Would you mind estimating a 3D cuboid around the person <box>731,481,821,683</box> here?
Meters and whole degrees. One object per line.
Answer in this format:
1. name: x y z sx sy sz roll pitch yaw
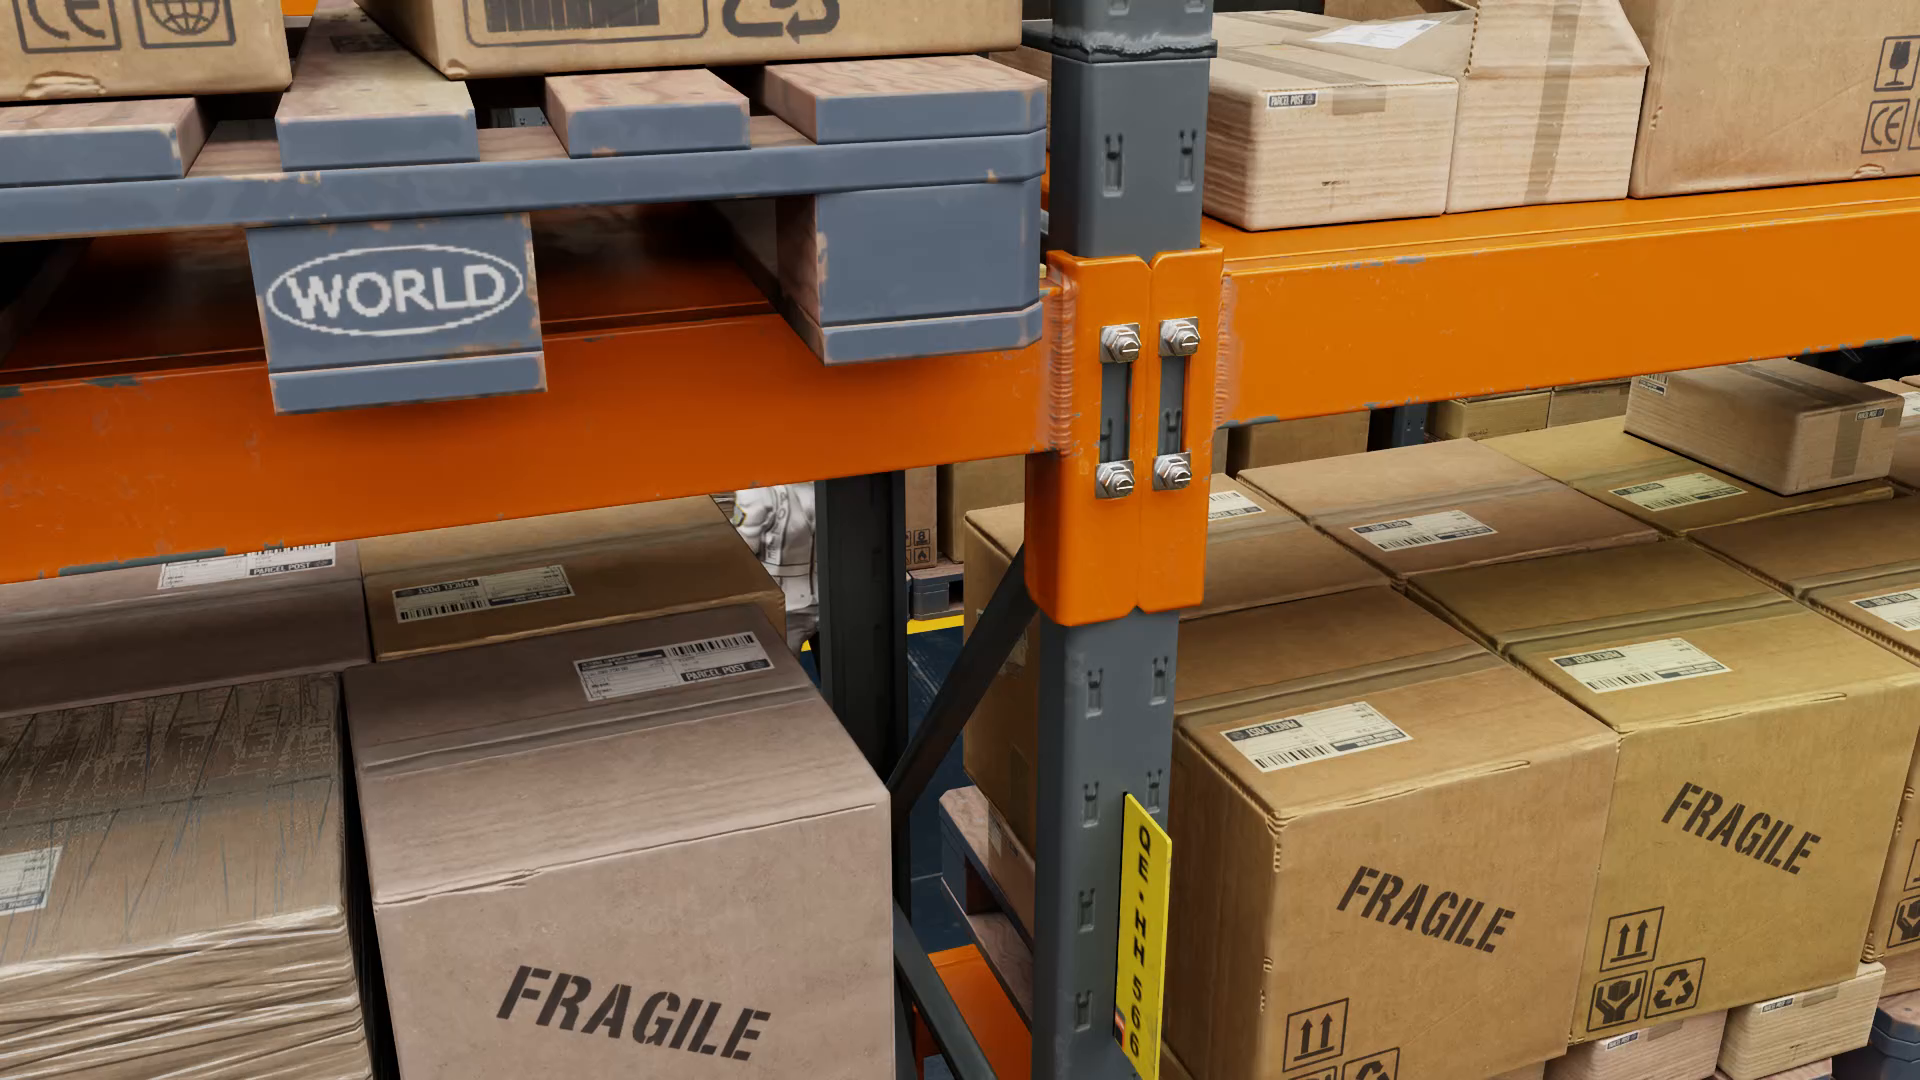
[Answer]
1. person: -0.501 0.257 5.476 0.524 1.662 0.373 -9 24 -21
